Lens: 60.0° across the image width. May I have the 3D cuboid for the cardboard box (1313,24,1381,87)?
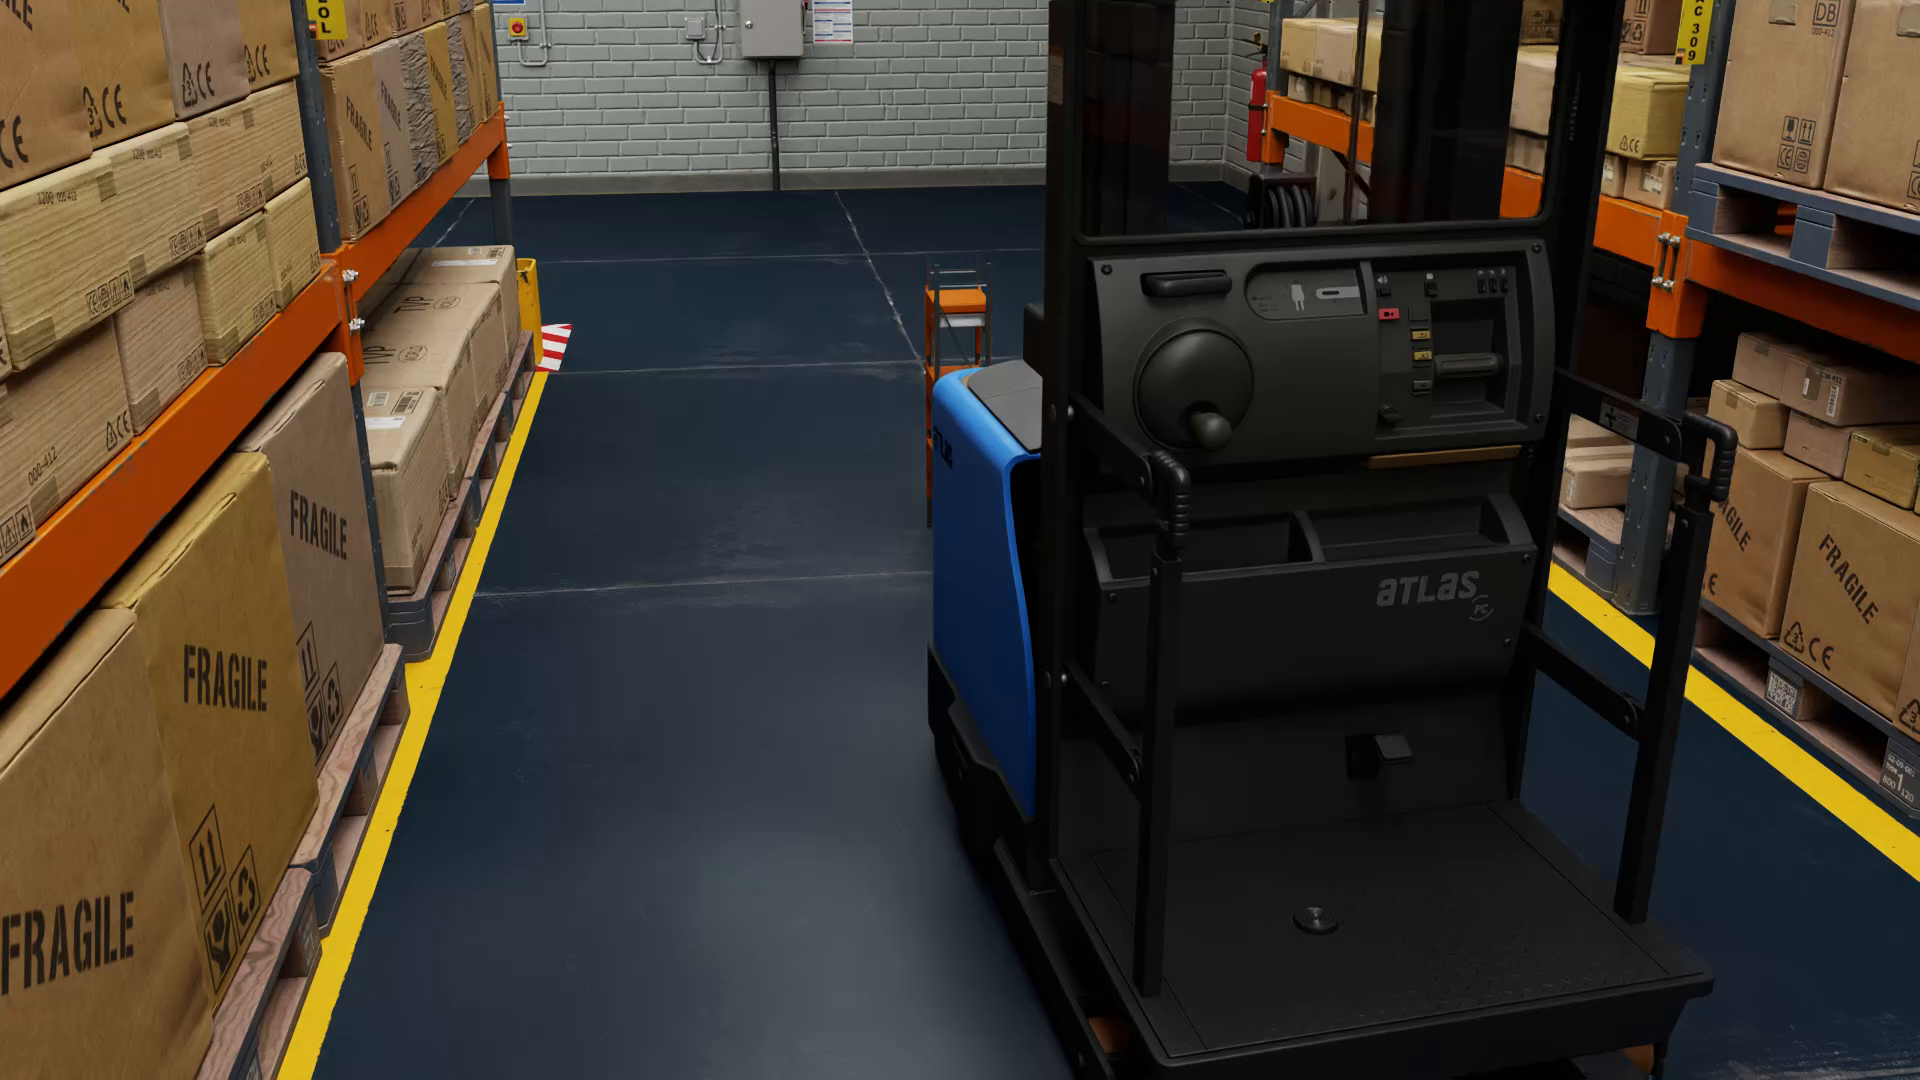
[{"bbox_3d":[2.001,-2.300,7.875,0.500,0.250,0.500,-3,21,-7],"label":"cardboard box"}]

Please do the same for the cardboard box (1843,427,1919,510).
[{"bbox_3d":[2.659,-0.202,4.516,0.380,0.149,0.250,-4,21,-11],"label":"cardboard box"}]

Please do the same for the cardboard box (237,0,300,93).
[{"bbox_3d":[-1.892,-1.312,3.871,0.500,0.500,0.500,-2,21,-6],"label":"cardboard box"}]

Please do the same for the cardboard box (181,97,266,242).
[{"bbox_3d":[-1.822,-0.790,3.544,0.500,0.250,0.500,-2,21,-6],"label":"cardboard box"}]

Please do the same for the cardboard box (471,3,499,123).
[{"bbox_3d":[-2.450,-2.217,7.723,0.500,0.500,0.500,-3,21,-7],"label":"cardboard box"}]

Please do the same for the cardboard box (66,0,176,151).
[{"bbox_3d":[-1.757,-0.957,2.920,0.500,0.500,0.500,-2,21,-6],"label":"cardboard box"}]

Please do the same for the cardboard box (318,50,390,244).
[{"bbox_3d":[-2.014,-1.162,4.896,0.500,0.500,0.500,-2,21,-6],"label":"cardboard box"}]

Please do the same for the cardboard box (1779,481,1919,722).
[{"bbox_3d":[2.640,0.146,4.510,0.500,0.500,0.500,-3,21,-8],"label":"cardboard box"}]

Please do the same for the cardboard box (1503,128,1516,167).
[{"bbox_3d":[2.214,-1.528,6.379,0.380,0.149,0.250,-3,21,-9],"label":"cardboard box"}]

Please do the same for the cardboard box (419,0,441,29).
[{"bbox_3d":[-2.234,-2.159,6.138,0.500,0.500,0.500,-3,21,-8],"label":"cardboard box"}]

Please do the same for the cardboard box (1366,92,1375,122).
[{"bbox_3d":[2.080,-1.973,7.571,0.380,0.149,0.250,-3,21,-7],"label":"cardboard box"}]

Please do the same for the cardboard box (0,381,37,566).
[{"bbox_3d":[-1.612,-0.025,2.210,0.500,0.250,0.500,-2,21,-6],"label":"cardboard box"}]

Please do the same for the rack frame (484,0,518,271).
[{"bbox_3d":[-2.782,-2.324,8.152,1.000,3.000,0.127,-3,21,-8],"label":"rack frame"}]

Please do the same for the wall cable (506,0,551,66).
[{"bbox_3d":[-3.618,-4.766,13.192,0.585,1.953,0.123,-3,21,-8],"label":"wall cable"}]

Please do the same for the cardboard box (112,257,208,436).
[{"bbox_3d":[-1.765,-0.374,3.145,0.500,0.250,0.500,-3,21,-9],"label":"cardboard box"}]

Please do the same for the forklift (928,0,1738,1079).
[{"bbox_3d":[0.755,-0.354,2.974,1.130,2.935,3.031,-5,21,-13],"label":"forklift"}]

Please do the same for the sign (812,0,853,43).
[{"bbox_3d":[-1.059,-4.383,13.799,0.329,0.494,0.001,-3,21,-8],"label":"sign"}]

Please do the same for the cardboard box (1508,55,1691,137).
[{"bbox_3d":[2.304,-1.597,5.993,0.500,0.250,0.500,-3,21,-8],"label":"cardboard box"}]

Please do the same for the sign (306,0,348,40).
[{"bbox_3d":[-1.670,-1.475,4.337,0.100,0.325,0.005,-3,21,-8],"label":"sign"}]

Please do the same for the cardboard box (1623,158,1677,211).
[{"bbox_3d":[2.410,-1.171,5.423,0.380,0.149,0.250,-3,21,-7],"label":"cardboard box"}]

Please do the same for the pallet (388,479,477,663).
[{"bbox_3d":[-2.237,0.100,5.647,1.003,0.211,1.213,-3,21,-8],"label":"pallet"}]

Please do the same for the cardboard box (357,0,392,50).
[{"bbox_3d":[-2.101,-1.807,5.194,0.500,0.500,0.500,-3,21,-8],"label":"cardboard box"}]

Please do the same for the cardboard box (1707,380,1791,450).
[{"bbox_3d":[2.494,-0.383,4.999,0.380,0.149,0.250,-2,21,-5],"label":"cardboard box"}]

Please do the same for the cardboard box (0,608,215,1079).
[{"bbox_3d":[-1.770,0.692,2.513,0.875,0.875,0.875,-3,21,-7],"label":"cardboard box"}]

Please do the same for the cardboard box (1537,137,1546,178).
[{"bbox_3d":[2.290,-1.349,5.899,0.380,0.149,0.250,-2,21,-6],"label":"cardboard box"}]

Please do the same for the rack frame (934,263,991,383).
[{"bbox_3d":[0.010,-0.468,5.969,0.200,1.050,0.008,-3,21,-8],"label":"rack frame"}]

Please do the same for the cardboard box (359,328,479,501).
[{"bbox_3d":[-2.319,-0.468,6.245,0.875,0.438,0.875,-4,21,-9],"label":"cardboard box"}]

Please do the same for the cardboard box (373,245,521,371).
[{"bbox_3d":[-2.588,-1.097,7.928,0.875,0.438,0.875,-4,21,-10],"label":"cardboard box"}]

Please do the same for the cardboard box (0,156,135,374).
[{"bbox_3d":[-1.650,-0.435,2.592,0.500,0.250,0.500,-3,21,-7],"label":"cardboard box"}]

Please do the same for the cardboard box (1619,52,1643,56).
[{"bbox_3d":[2.750,-1.797,6.530,0.500,0.250,0.500,-2,21,-7],"label":"cardboard box"}]

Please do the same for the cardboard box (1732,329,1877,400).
[{"bbox_3d":[2.554,-0.525,4.955,0.380,0.149,0.250,-3,21,-9],"label":"cardboard box"}]

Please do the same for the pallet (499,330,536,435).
[{"bbox_3d":[-2.589,-0.745,7.909,1.003,0.211,1.213,-3,21,-8],"label":"pallet"}]

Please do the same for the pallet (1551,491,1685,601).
[{"bbox_3d":[2.608,-0.122,6.242,1.003,0.211,1.213,-3,21,-8],"label":"pallet"}]

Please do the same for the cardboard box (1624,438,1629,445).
[{"bbox_3d":[2.782,-0.443,6.589,0.380,0.149,0.250,-3,21,-8],"label":"cardboard box"}]

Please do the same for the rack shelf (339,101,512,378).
[{"bbox_3d":[-2.494,-1.295,6.423,1.077,0.370,4.000,-3,21,-8],"label":"rack shelf"}]

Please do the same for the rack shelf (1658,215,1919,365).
[{"bbox_3d":[2.994,-0.161,3.389,1.077,0.370,4.000,-3,21,-8],"label":"rack shelf"}]

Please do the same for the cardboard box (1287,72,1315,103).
[{"bbox_3d":[1.905,-2.330,8.527,0.380,0.149,0.250,-3,21,-8],"label":"cardboard box"}]

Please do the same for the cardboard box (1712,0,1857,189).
[{"bbox_3d":[2.554,-1.256,4.548,0.700,0.500,0.500,-2,21,-6],"label":"cardboard box"}]

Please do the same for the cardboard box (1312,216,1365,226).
[{"bbox_3d":[2.124,-1.386,8.609,0.797,0.503,0.637,-4,21,-10],"label":"cardboard box"}]

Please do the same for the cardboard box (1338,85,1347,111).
[{"bbox_3d":[2.060,-2.155,8.059,0.380,0.149,0.250,-3,21,-8],"label":"cardboard box"}]

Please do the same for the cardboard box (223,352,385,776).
[{"bbox_3d":[-2.037,0.070,4.178,0.875,0.875,0.875,-2,21,-6],"label":"cardboard box"}]

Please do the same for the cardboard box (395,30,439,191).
[{"bbox_3d":[-2.148,-1.509,5.825,0.500,0.500,0.500,-3,21,-7],"label":"cardboard box"}]

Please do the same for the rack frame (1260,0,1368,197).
[{"bbox_3d":[2.129,-2.576,8.825,1.000,3.000,0.127,-3,21,-8],"label":"rack frame"}]

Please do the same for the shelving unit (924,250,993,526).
[{"bbox_3d":[-0.008,-0.510,6.082,0.215,1.050,0.252,-3,21,-8],"label":"shelving unit"}]

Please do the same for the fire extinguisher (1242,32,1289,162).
[{"bbox_3d":[1.651,-2.392,8.978,0.296,0.674,0.183,-3,21,-8],"label":"fire extinguisher"}]

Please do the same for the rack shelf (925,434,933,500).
[{"bbox_3d":[-0.008,-0.240,6.183,0.215,0.259,0.240,-3,21,-8],"label":"rack shelf"}]

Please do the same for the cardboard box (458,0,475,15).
[{"bbox_3d":[-2.372,-2.505,7.064,0.500,0.500,0.500,-3,21,-8],"label":"cardboard box"}]

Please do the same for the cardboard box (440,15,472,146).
[{"bbox_3d":[-2.309,-1.865,6.780,0.500,0.500,0.500,-2,21,-6],"label":"cardboard box"}]

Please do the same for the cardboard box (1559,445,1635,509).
[{"bbox_3d":[2.335,-0.230,6.019,0.380,0.149,0.250,-4,21,-9],"label":"cardboard box"}]

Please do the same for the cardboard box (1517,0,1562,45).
[{"bbox_3d":[2.145,-2.306,6.821,0.500,0.500,0.500,-2,21,-6],"label":"cardboard box"}]

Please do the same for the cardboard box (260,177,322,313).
[{"bbox_3d":[-1.891,-0.726,4.088,0.500,0.250,0.500,-3,21,-9],"label":"cardboard box"}]

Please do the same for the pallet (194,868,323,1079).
[{"bbox_3d":[-1.840,1.054,3.093,1.003,0.211,1.213,-3,21,-8],"label":"pallet"}]

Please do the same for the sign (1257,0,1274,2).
[{"bbox_3d":[1.593,-2.954,8.600,0.100,0.325,0.005,-3,21,-8],"label":"sign"}]

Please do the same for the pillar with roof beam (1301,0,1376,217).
[{"bbox_3d":[-1.627,-6.148,9.815,9.100,9.000,0.400,-3,21,-8],"label":"pillar with roof beam"}]
